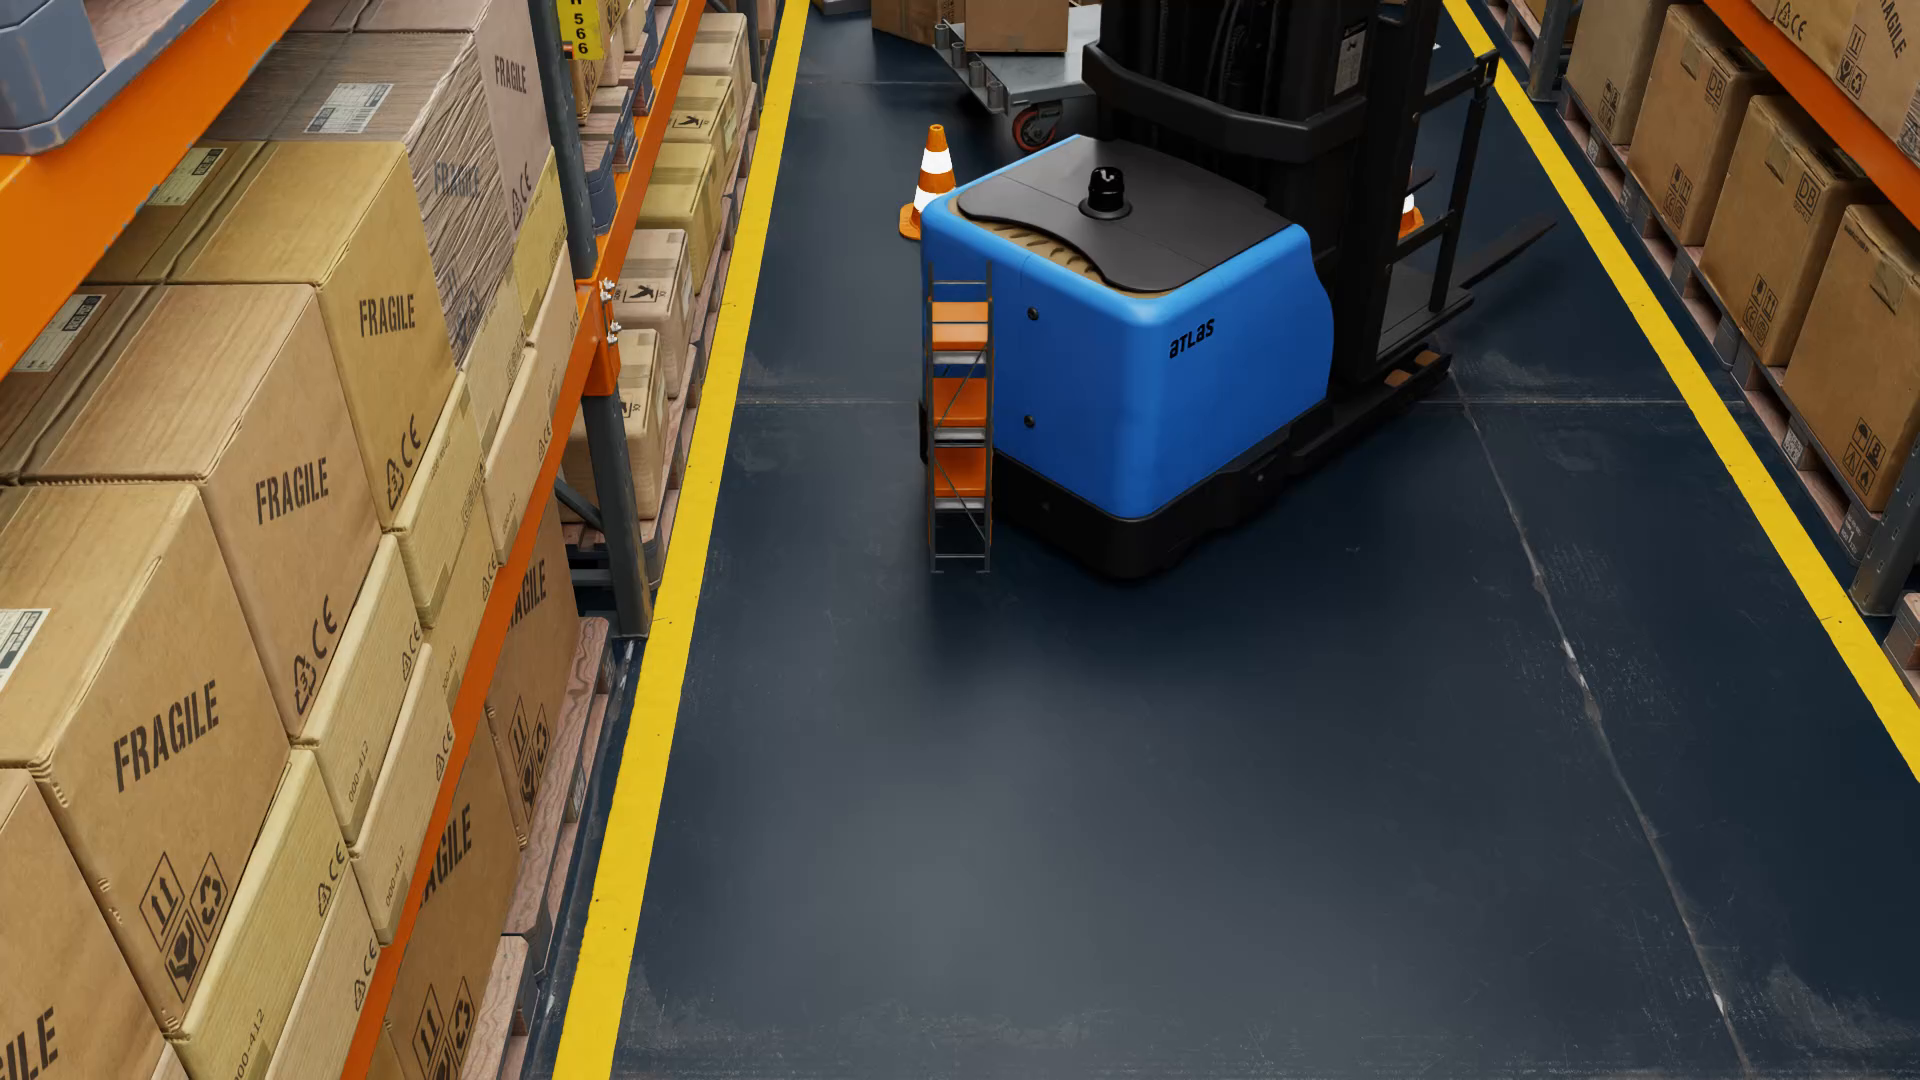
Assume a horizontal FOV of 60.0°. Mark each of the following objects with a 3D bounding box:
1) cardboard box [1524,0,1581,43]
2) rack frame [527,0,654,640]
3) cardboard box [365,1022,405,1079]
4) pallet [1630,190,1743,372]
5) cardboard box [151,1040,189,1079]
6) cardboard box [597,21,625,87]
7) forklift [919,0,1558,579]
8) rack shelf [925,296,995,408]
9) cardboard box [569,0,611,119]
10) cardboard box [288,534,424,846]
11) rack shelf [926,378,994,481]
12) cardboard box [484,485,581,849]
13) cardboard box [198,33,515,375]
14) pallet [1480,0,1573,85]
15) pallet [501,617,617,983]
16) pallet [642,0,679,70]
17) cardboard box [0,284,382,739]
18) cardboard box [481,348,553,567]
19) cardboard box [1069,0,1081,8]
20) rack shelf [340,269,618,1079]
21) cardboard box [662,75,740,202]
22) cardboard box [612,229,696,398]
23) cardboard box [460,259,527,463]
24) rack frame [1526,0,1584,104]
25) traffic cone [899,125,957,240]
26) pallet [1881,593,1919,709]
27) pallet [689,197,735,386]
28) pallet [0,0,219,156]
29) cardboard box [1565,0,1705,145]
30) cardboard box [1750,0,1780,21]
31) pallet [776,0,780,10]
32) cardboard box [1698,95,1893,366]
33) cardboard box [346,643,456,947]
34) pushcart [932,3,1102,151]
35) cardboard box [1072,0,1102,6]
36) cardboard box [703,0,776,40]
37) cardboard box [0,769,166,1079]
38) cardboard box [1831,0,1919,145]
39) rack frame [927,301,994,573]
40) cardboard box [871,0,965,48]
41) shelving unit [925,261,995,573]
[{"bbox_3d":[3.512,-3.183,8.687,0.875,0.875,0.875,1,39,1],"label":"cardboard box"},{"bbox_3d":[-1.502,-0.887,4.458,1.000,3.000,0.127,0,39,0],"label":"rack frame"},{"bbox_3d":[-1.587,1.327,3.059,0.875,0.875,0.875,1,39,1],"label":"cardboard box"},{"bbox_3d":[3.523,-1.120,6.979,1.003,0.211,1.213,0,39,0],"label":"pallet"},{"bbox_3d":[-1.245,0.876,1.978,0.500,0.250,0.500,1,39,1],"label":"cardboard box"},{"bbox_3d":[-1.238,-1.504,5.094,0.380,0.149,0.250,-2,39,-3],"label":"cardboard box"},{"bbox_3d":[1.255,-1.832,5.693,3.031,2.935,1.130,-32,49,-33],"label":"forklift"},{"bbox_3d":[0.000,-0.589,5.209,0.215,0.259,0.240,0,39,0],"label":"rack shelf"},{"bbox_3d":[-1.271,-1.488,4.554,0.500,0.500,0.500,-1,39,-1],"label":"cardboard box"},{"bbox_3d":[-1.222,0.245,2.766,0.500,0.250,0.500,-1,39,-1],"label":"cardboard box"},{"bbox_3d":[0.000,-0.368,5.387,0.215,0.259,0.240,0,39,0],"label":"rack shelf"},{"bbox_3d":[-1.585,0.210,4.452,0.875,0.875,0.875,0,39,0],"label":"cardboard box"},{"bbox_3d":[-1.231,-0.672,3.311,0.500,0.500,0.500,1,39,1],"label":"cardboard box"},{"bbox_3d":[3.520,-2.843,9.128,1.003,0.211,1.213,0,39,0],"label":"pallet"},{"bbox_3d":[-1.577,0.694,4.715,1.003,0.211,1.213,0,39,0],"label":"pallet"},{"bbox_3d":[-1.546,-2.050,6.063,1.003,0.211,1.213,0,39,0],"label":"pallet"},{"bbox_3d":[-1.244,-0.045,2.528,0.500,0.500,0.500,-1,39,-1],"label":"cardboard box"},{"bbox_3d":[-1.226,-0.193,3.712,0.500,0.250,0.500,1,39,1],"label":"cardboard box"},{"bbox_3d":[0.638,-2.833,9.072,0.258,0.266,0.396,-28,46,-30],"label":"cardboard box"},{"bbox_3d":[-1.500,0.644,3.123,1.077,0.370,4.000,0,39,0],"label":"rack shelf"},{"bbox_3d":[-1.500,-1.749,7.300,0.950,0.372,0.625,2,39,3],"label":"cardboard box"},{"bbox_3d":[-1.502,-0.840,6.165,0.950,0.372,0.625,-1,39,-1],"label":"cardboard box"},{"bbox_3d":[-1.243,-0.400,3.571,0.500,0.250,0.500,-1,39,-1],"label":"cardboard box"},{"bbox_3d":[3.443,-3.455,7.663,1.000,3.000,0.127,0,39,0],"label":"rack frame"},{"bbox_3d":[-0.106,-1.624,7.407,0.336,0.463,0.334,0,39,0],"label":"traffic cone"},{"bbox_3d":[3.447,0.623,4.804,1.003,0.211,1.213,0,39,0],"label":"pallet"},{"bbox_3d":[-1.500,-1.049,6.890,1.003,0.211,1.213,0,39,0],"label":"pallet"},{"bbox_3d":[-1.444,-0.882,2.204,1.003,0.211,1.213,2,39,2],"label":"pallet"},{"bbox_3d":[3.534,-2.353,7.751,1.050,0.750,0.750,0,39,0],"label":"cardboard box"},{"bbox_3d":[3.174,-2.219,6.041,0.500,0.500,0.500,1,39,1],"label":"cardboard box"},{"bbox_3d":[-1.547,-3.485,9.930,1.003,0.211,1.213,0,39,0],"label":"pallet"},{"bbox_3d":[3.532,-1.167,6.271,1.050,0.750,0.750,1,39,1],"label":"cardboard box"},{"bbox_3d":[-1.212,0.441,2.921,0.500,0.250,0.500,-1,39,-1],"label":"cardboard box"},{"bbox_3d":[0.773,-2.398,8.441,1.648,0.377,0.936,-13,40,-16],"label":"pushcart"},{"bbox_3d":[1.031,-3.287,9.341,0.797,0.637,0.503,0,39,0],"label":"cardboard box"},{"bbox_3d":[-1.238,-2.849,8.769,0.500,0.250,0.500,-2,39,-2],"label":"cardboard box"},{"bbox_3d":[-1.239,0.592,1.734,0.500,0.500,0.500,0,39,0],"label":"cardboard box"},{"bbox_3d":[3.179,-1.586,5.251,0.500,0.500,0.500,0,39,0],"label":"cardboard box"},{"bbox_3d":[0.000,-0.300,5.285,0.200,1.050,0.008,0,39,0],"label":"rack frame"},{"bbox_3d":[-0.148,-3.085,9.198,0.500,0.500,0.500,28,46,30],"label":"cardboard box"},{"bbox_3d":[0.000,-0.376,5.380,0.215,1.050,0.252,0,39,0],"label":"shelving unit"}]
